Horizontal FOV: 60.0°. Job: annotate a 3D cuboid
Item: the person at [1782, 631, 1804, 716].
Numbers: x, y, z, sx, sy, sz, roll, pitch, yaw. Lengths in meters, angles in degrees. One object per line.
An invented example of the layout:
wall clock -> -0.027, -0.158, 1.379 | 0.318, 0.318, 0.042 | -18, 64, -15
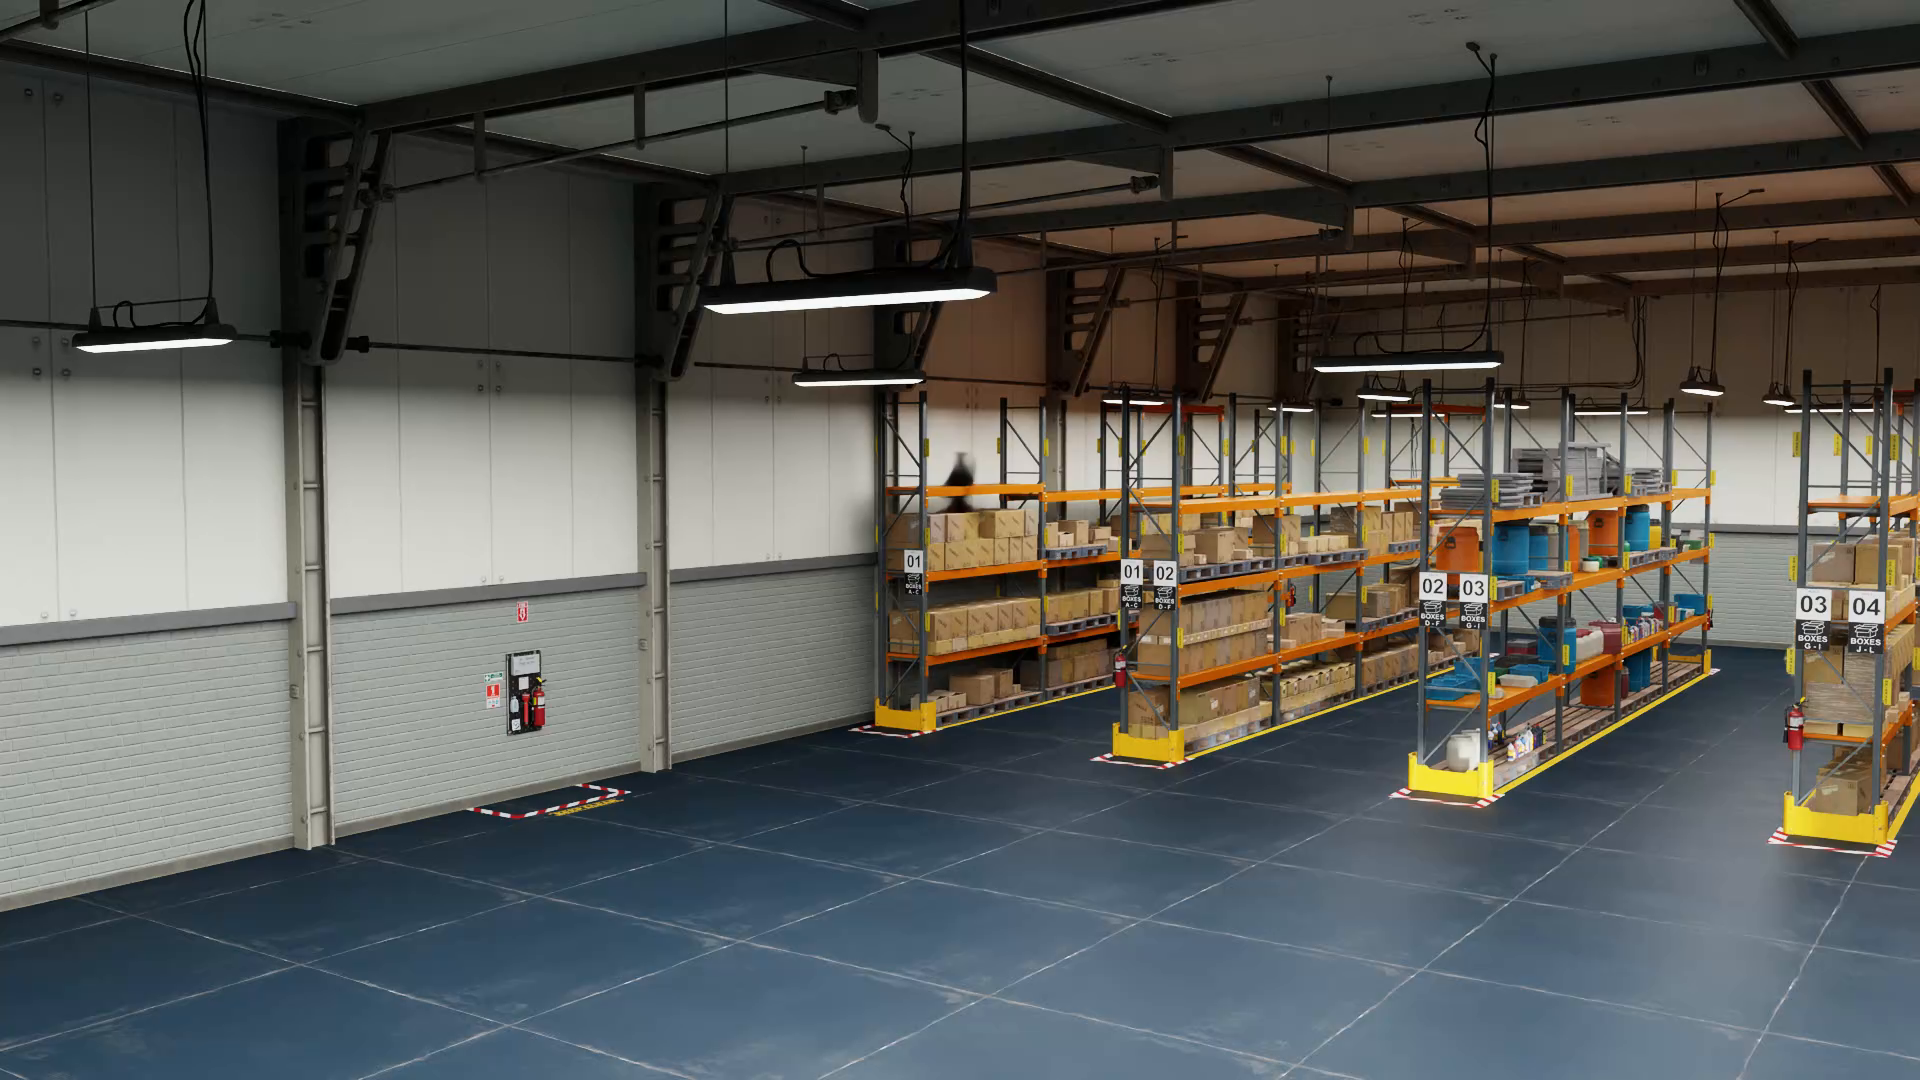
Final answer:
person -> 15.211, 2.493, 30.045 | 0.594, 1.741, 0.896 | 3, 4, 42

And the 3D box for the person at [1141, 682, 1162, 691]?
person -> 3.673, 2.389, 31.334 | 0.690, 1.731, 0.801 | 2, 4, 38
